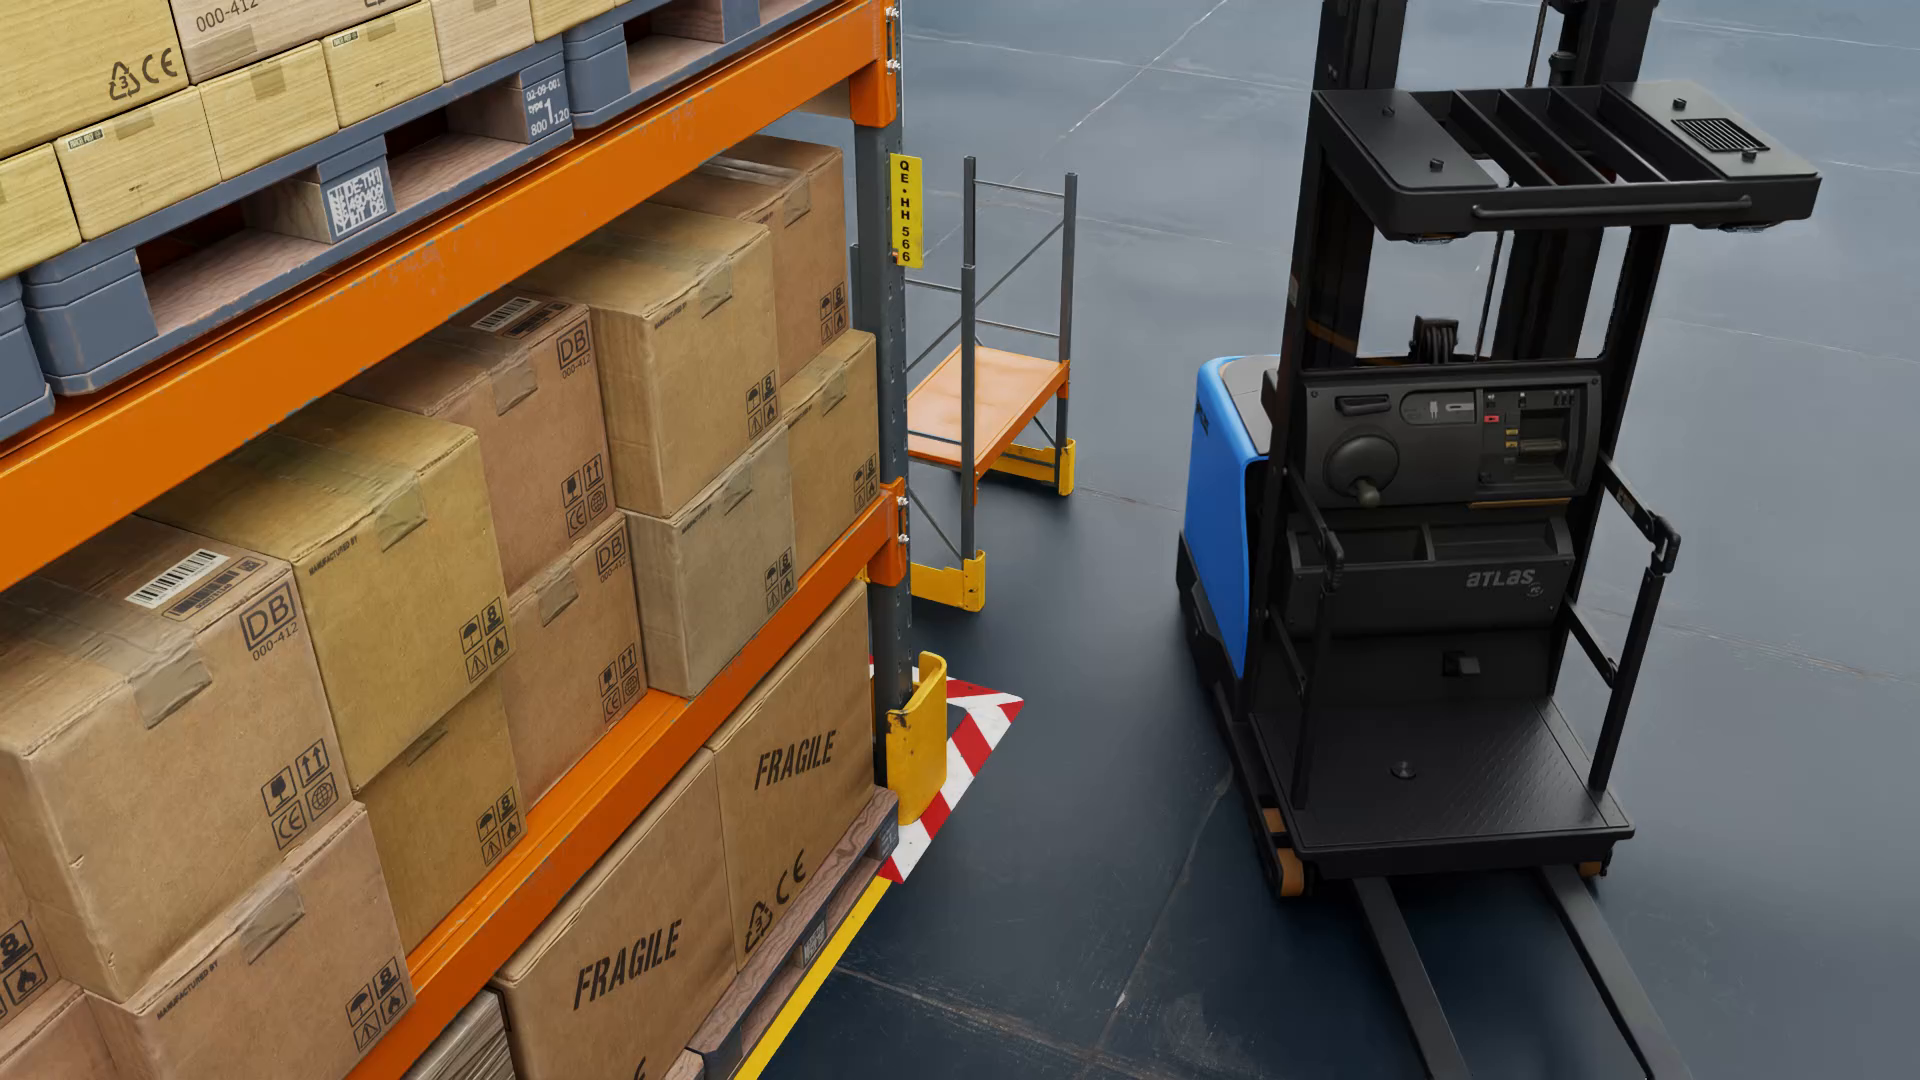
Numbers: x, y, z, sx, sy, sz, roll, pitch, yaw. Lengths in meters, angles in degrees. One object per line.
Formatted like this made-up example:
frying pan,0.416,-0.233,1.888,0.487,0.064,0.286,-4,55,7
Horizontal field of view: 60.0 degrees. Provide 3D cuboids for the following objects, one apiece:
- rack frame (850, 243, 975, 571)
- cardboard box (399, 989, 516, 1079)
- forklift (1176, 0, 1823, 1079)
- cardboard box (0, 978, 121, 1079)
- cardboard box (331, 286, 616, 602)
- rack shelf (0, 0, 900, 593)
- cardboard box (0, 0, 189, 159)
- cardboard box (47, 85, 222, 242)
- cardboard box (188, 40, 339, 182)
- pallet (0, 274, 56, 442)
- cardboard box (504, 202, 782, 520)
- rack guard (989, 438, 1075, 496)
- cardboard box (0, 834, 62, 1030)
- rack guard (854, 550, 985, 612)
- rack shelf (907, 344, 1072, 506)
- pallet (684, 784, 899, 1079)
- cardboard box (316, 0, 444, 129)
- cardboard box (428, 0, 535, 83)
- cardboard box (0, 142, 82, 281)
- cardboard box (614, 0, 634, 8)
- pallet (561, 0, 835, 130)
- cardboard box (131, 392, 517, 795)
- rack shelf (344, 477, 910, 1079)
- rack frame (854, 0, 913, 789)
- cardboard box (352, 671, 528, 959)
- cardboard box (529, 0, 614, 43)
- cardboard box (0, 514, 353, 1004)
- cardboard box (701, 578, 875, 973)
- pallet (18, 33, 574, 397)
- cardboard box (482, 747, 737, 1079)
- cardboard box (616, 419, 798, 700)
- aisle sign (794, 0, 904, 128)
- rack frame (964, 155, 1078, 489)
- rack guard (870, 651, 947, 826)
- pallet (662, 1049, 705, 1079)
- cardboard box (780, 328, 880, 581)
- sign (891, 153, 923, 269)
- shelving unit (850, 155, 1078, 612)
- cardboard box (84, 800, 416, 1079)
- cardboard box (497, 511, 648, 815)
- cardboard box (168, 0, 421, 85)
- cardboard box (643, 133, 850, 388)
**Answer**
rack frame,-0.177,-0.416,6.517,0.500,1.500,0.032,14,36,20
cardboard box,-1.611,1.495,3.789,0.875,0.875,0.875,14,36,21
forklift,1.542,-0.249,4.957,1.130,2.935,3.031,-3,33,-4
cardboard box,-1.958,1.001,2.851,0.875,0.550,0.550,14,36,20
cardboard box,-1.332,-0.258,3.787,0.875,0.550,0.550,14,36,20
rack shelf,-1.475,-0.420,3.076,1.077,0.370,4.000,14,36,20
cardboard box,-1.432,-0.686,2.217,0.500,0.250,0.500,14,36,20
cardboard box,-1.319,-0.575,2.411,0.380,0.149,0.250,14,36,21
cardboard box,-1.214,-0.698,2.599,0.380,0.149,0.250,15,36,21
pallet,-1.960,-0.093,2.002,1.003,0.211,1.213,14,36,20
cardboard box,-0.975,-0.506,4.165,0.875,0.550,0.550,14,36,20
rack guard,0.240,-0.391,7.618,0.587,0.250,0.087,14,36,20
cardboard box,-2.001,0.539,2.571,0.875,0.550,0.550,14,36,20
rack guard,-0.176,0.106,6.861,0.587,0.250,0.087,14,36,20
rack shelf,0.036,-0.519,7.002,0.538,0.185,1.000,14,36,20
pallet,-0.901,1.120,5.350,1.003,0.211,1.213,14,36,20
cardboard box,-1.108,-0.827,2.795,0.380,0.149,0.250,15,36,21
cardboard box,-1.001,-0.954,2.988,0.380,0.149,0.250,14,36,21
cardboard box,-1.426,-0.448,2.217,0.380,0.149,0.250,14,36,20
cardboard box,-0.789,-1.207,3.375,0.380,0.149,0.250,15,36,21
pallet,-0.939,-1.308,3.855,1.003,0.211,1.213,14,36,20
cardboard box,-1.436,0.035,3.339,0.875,0.550,0.500,14,36,20
rack shelf,-1.475,0.834,3.898,1.077,0.370,4.000,14,36,20
rack frame,-0.638,-0.463,5.220,1.000,3.000,0.127,14,36,20
cardboard box,-1.495,0.472,3.658,0.875,0.550,0.500,14,36,20
cardboard box,-0.895,-1.079,3.180,0.380,0.149,0.250,14,36,20
cardboard box,-1.651,0.301,2.934,0.875,0.550,0.550,14,36,20
cardboard box,-0.862,0.603,5.150,0.875,0.875,0.875,14,36,21
pallet,-1.448,-0.698,2.925,1.003,0.211,1.213,14,36,20
cardboard box,-1.228,1.042,4.481,0.875,0.875,0.875,14,36,20
cardboard box,-0.962,-0.051,4.456,0.875,0.550,0.550,14,36,20
aisle sign,-0.336,-1.516,4.456,0.394,0.787,0.004,14,36,20
rack frame,0.248,-0.923,7.290,0.500,1.500,0.032,14,36,20
rack guard,-0.628,0.571,5.924,1.175,0.500,0.348,14,36,20
pallet,-1.413,1.725,4.427,1.003,0.211,1.213,14,36,20
cardboard box,-0.752,-0.330,4.881,0.875,0.550,0.550,14,36,20
sign,-0.151,-0.915,4.637,0.100,0.325,0.005,14,36,20
shelving unit,0.032,-0.665,6.897,0.587,1.500,1.083,14,36,20
cardboard box,-1.626,0.759,3.220,0.875,0.550,0.550,14,36,20
cardboard box,-1.311,0.199,4.075,0.875,0.550,0.550,14,36,20
cardboard box,-1.221,-0.939,2.602,0.500,0.250,0.500,15,36,21
cardboard box,-0.828,-0.801,4.615,0.875,0.550,0.550,14,36,20
